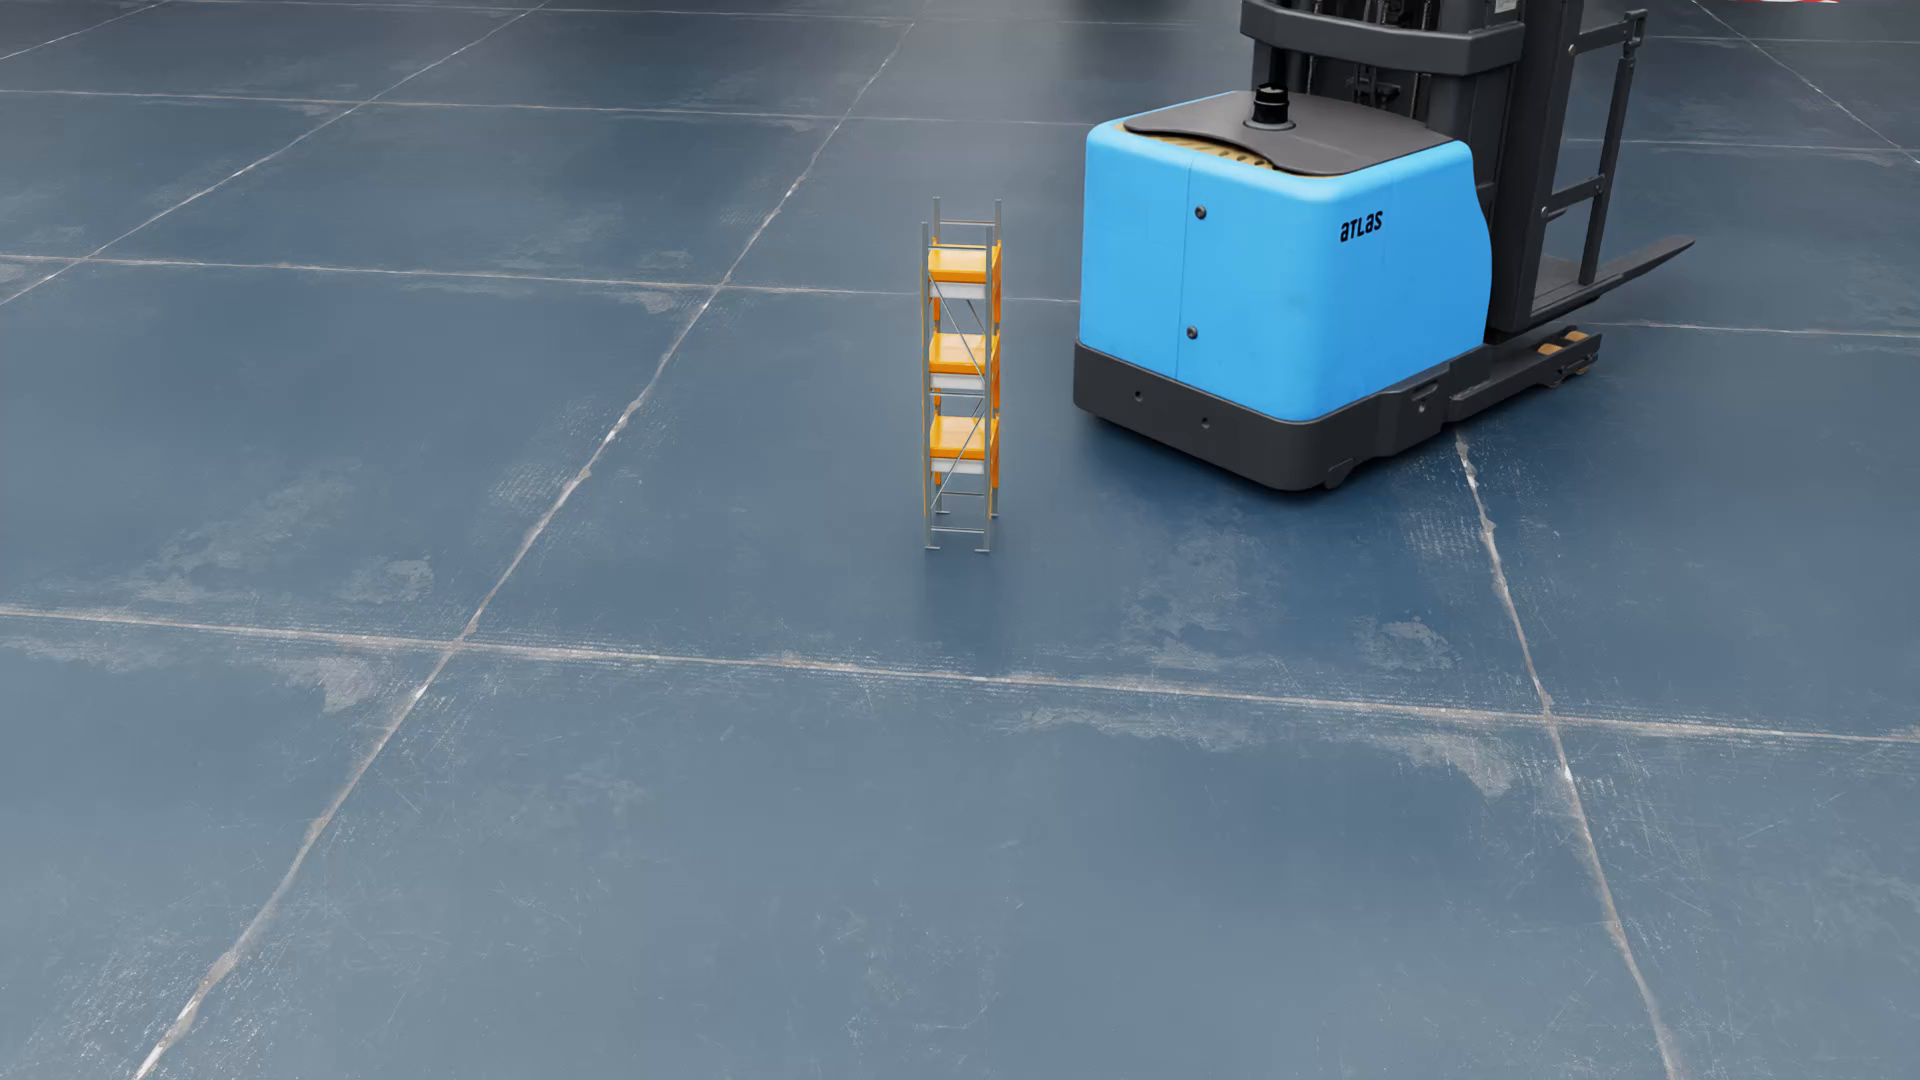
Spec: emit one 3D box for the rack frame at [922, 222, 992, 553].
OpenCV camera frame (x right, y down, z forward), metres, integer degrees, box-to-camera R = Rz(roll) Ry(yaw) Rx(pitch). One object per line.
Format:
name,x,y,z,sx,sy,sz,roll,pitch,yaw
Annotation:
rack frame,-0.008,-0.430,4.941,0.200,1.050,0.008,3,28,6

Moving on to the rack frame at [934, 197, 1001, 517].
rack frame,0.022,-0.545,5.154,0.200,1.050,0.008,3,28,6

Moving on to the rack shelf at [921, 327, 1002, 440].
rack shelf,0.007,-0.478,5.053,0.215,0.259,0.240,3,28,6

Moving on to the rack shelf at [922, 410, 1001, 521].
rack shelf,0.007,-0.233,5.185,0.215,0.259,0.240,3,28,6

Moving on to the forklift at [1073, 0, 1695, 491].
forklift,1.839,-2.032,5.931,3.031,2.935,1.130,-23,36,-36

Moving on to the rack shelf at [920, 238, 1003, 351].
rack shelf,0.007,-0.728,4.918,0.215,0.259,0.240,3,28,6

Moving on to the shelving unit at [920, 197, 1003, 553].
shelving unit,0.007,-0.487,5.048,0.215,1.050,0.252,3,28,6
